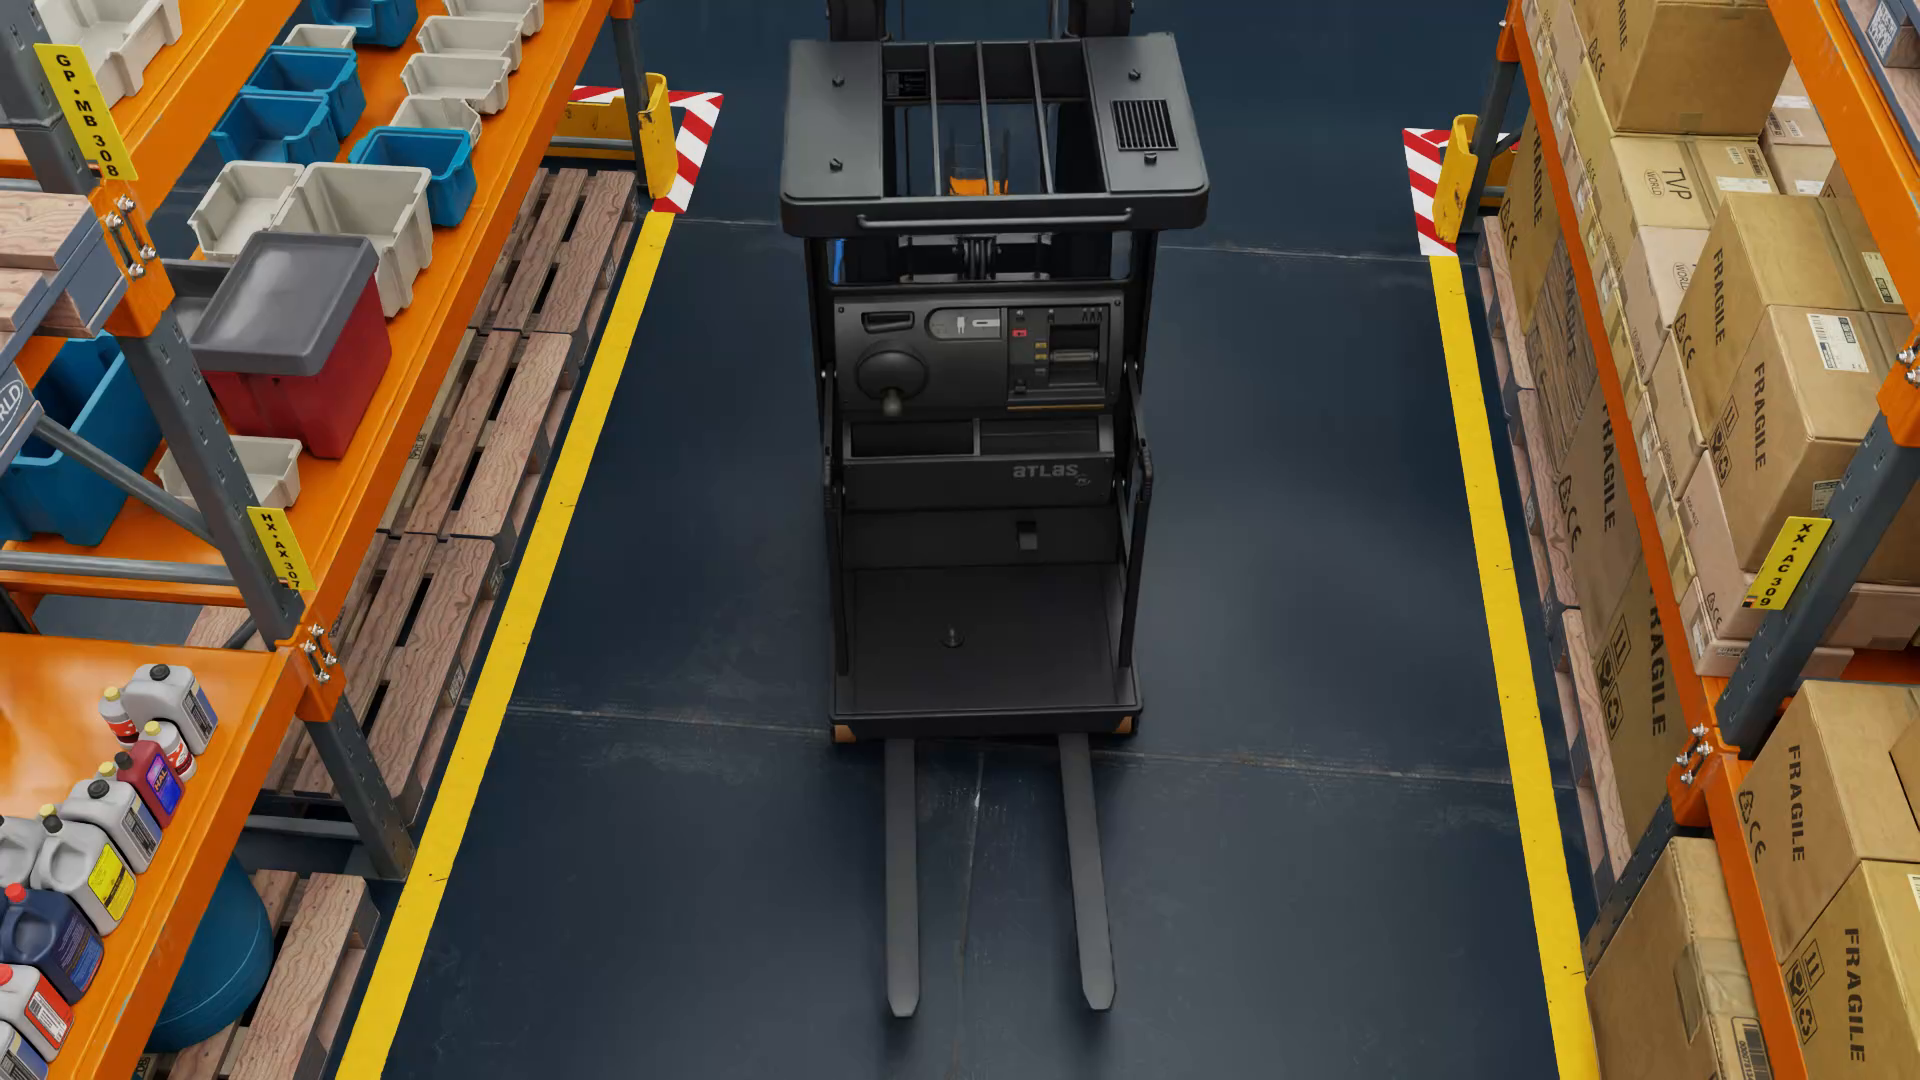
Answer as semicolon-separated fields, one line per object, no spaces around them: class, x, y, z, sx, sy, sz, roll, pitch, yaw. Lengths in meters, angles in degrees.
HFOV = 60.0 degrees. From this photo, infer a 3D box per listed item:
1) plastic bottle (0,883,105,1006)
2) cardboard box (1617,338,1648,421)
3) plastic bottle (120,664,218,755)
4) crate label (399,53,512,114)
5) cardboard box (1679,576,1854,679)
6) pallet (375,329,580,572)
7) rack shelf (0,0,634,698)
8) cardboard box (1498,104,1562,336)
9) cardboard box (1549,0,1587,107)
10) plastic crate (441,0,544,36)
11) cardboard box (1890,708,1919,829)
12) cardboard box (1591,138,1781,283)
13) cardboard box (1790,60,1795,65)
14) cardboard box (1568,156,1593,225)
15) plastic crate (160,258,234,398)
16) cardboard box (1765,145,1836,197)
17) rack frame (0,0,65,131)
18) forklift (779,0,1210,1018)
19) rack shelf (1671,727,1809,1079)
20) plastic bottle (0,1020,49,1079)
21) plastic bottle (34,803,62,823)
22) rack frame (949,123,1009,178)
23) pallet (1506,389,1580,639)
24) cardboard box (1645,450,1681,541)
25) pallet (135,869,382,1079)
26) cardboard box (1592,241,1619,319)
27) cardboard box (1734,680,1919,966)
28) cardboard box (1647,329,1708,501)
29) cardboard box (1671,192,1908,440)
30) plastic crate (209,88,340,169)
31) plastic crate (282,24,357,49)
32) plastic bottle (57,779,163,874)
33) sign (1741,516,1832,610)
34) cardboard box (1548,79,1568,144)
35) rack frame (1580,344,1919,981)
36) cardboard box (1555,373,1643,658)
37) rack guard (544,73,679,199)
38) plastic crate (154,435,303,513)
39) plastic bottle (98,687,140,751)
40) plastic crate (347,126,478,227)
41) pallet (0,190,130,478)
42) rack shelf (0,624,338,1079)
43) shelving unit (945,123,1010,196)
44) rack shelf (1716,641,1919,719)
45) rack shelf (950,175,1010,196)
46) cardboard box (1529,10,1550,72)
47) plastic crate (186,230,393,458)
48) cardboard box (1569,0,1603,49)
plastic bottle;-2.158;0.931;3.899;0.144;0.351;0.185;4;48;4
cardboard box;2.344;-0.503;5.348;0.380;0.149;0.250;5;48;4
plastic bottle;-2.097;0.434;4.404;0.152;0.276;0.135;4;48;4
crate label;-1.954;-1.760;6.465;0.396;0.136;0.243;4;48;4
cardboard box;2.251;0.253;4.656;0.380;0.149;0.250;4;48;4
pallet;-2.246;-0.420;6.991;1.003;0.211;1.213;4;48;4
rack shelf;-2.201;-1.146;6.253;1.077;0.370;4.000;4;48;4
cardboard box;2.935;-1.474;7.221;0.875;0.875;0.875;4;48;4
cardboard box;2.561;-1.858;6.316;0.500;0.250;0.500;3;48;3
plastic crate;-1.912;-2.178;6.847;0.396;0.136;0.243;4;48;4
cardboard box;2.500;0.512;3.501;0.797;0.503;0.637;3;48;3
cardboard box;2.469;-1.105;5.628;0.500;0.250;0.500;3;48;3
cardboard box;3.087;-1.828;6.289;0.500;0.250;0.500;3;48;3
cardboard box;2.438;-1.257;6.037;0.380;0.149;0.250;3;48;3
plastic crate;-2.548;-0.687;5.491;0.437;0.125;0.590;4;48;4
cardboard box;2.998;-1.071;5.597;0.500;0.250;0.500;4;48;4
rack frame;-2.383;-1.943;2.429;1.000;3.000;0.127;4;48;4
forklift;0.073;-0.500;5.221;1.130;2.935;3.031;-2;48;-1
rack shelf;2.367;2.127;3.260;1.077;0.370;4.000;4;48;4
plastic bottle;-2.199;1.258;3.651;0.152;0.276;0.367;4;48;4
plastic bottle;-2.256;0.733;4.181;0.097;0.201;0.097;0;48;0
rack frame;0.072;-1.219;7.054;0.240;1.200;0.006;4;43;4
pallet;2.805;-0.097;6.696;1.003;0.211;1.213;4;48;4
cardboard box;2.298;-0.125;5.002;0.380;0.149;0.250;3;48;3
pallet;-2.495;1.587;5.156;1.003;0.211;1.213;4;48;4
cardboard box;2.392;-0.878;5.691;0.380;0.149;0.250;5;48;4
cardboard box;2.259;0.702;4.008;0.500;0.500;0.500;4;48;4
cardboard box;2.373;-0.358;4.945;0.500;0.250;0.500;5;48;5
cardboard box;2.375;-0.612;4.669;0.500;0.500;0.500;4;48;4
plastic crate;-2.516;-1.474;6.139;0.416;0.233;0.300;4;48;4
plastic crate;-2.542;-1.901;6.594;0.250;0.136;0.298;4;48;4
plastic bottle;-2.130;0.703;4.158;0.152;0.276;0.135;4;48;4
sign;1.997;0.059;4.023;0.100;0.325;0.005;4;48;4
cardboard box;2.486;-1.633;6.381;0.380;0.149;0.250;3;48;3
rack frame;2.550;0.414;4.338;1.000;3.000;0.127;4;48;4
cardboard box;2.771;-0.151;6.011;0.875;0.875;0.875;4;48;4
rack guard;-2.029;-2.033;8.271;1.175;0.500;0.348;4;48;4
plastic crate;-2.198;-0.182;5.022;0.396;0.136;0.243;4;48;4
plastic bottle;-2.223;0.465;4.427;0.097;0.201;0.097;0;48;0
plastic crate;-1.950;-1.295;5.975;0.416;0.233;0.300;4;48;4
pallet;-2.357;-0.285;3.073;1.213;0.211;1.003;4;48;4
rack shelf;-2.565;1.794;3.564;1.077;0.370;4.000;4;48;4
shelving unit;0.064;-1.157;6.987;0.258;1.200;0.189;4;43;4
rack shelf;2.732;-0.879;5.876;0.919;0.124;3.809;4;48;4
rack shelf;0.066;-1.389;6.773;0.258;0.103;0.180;4;43;4
cardboard box;2.531;-2.013;6.729;0.380;0.149;0.250;3;48;3
plastic crate;-2.052;-0.600;5.182;0.402;0.464;0.583;4;48;4
cardboard box;2.556;-2.126;6.053;0.500;0.500;0.500;3;48;3
